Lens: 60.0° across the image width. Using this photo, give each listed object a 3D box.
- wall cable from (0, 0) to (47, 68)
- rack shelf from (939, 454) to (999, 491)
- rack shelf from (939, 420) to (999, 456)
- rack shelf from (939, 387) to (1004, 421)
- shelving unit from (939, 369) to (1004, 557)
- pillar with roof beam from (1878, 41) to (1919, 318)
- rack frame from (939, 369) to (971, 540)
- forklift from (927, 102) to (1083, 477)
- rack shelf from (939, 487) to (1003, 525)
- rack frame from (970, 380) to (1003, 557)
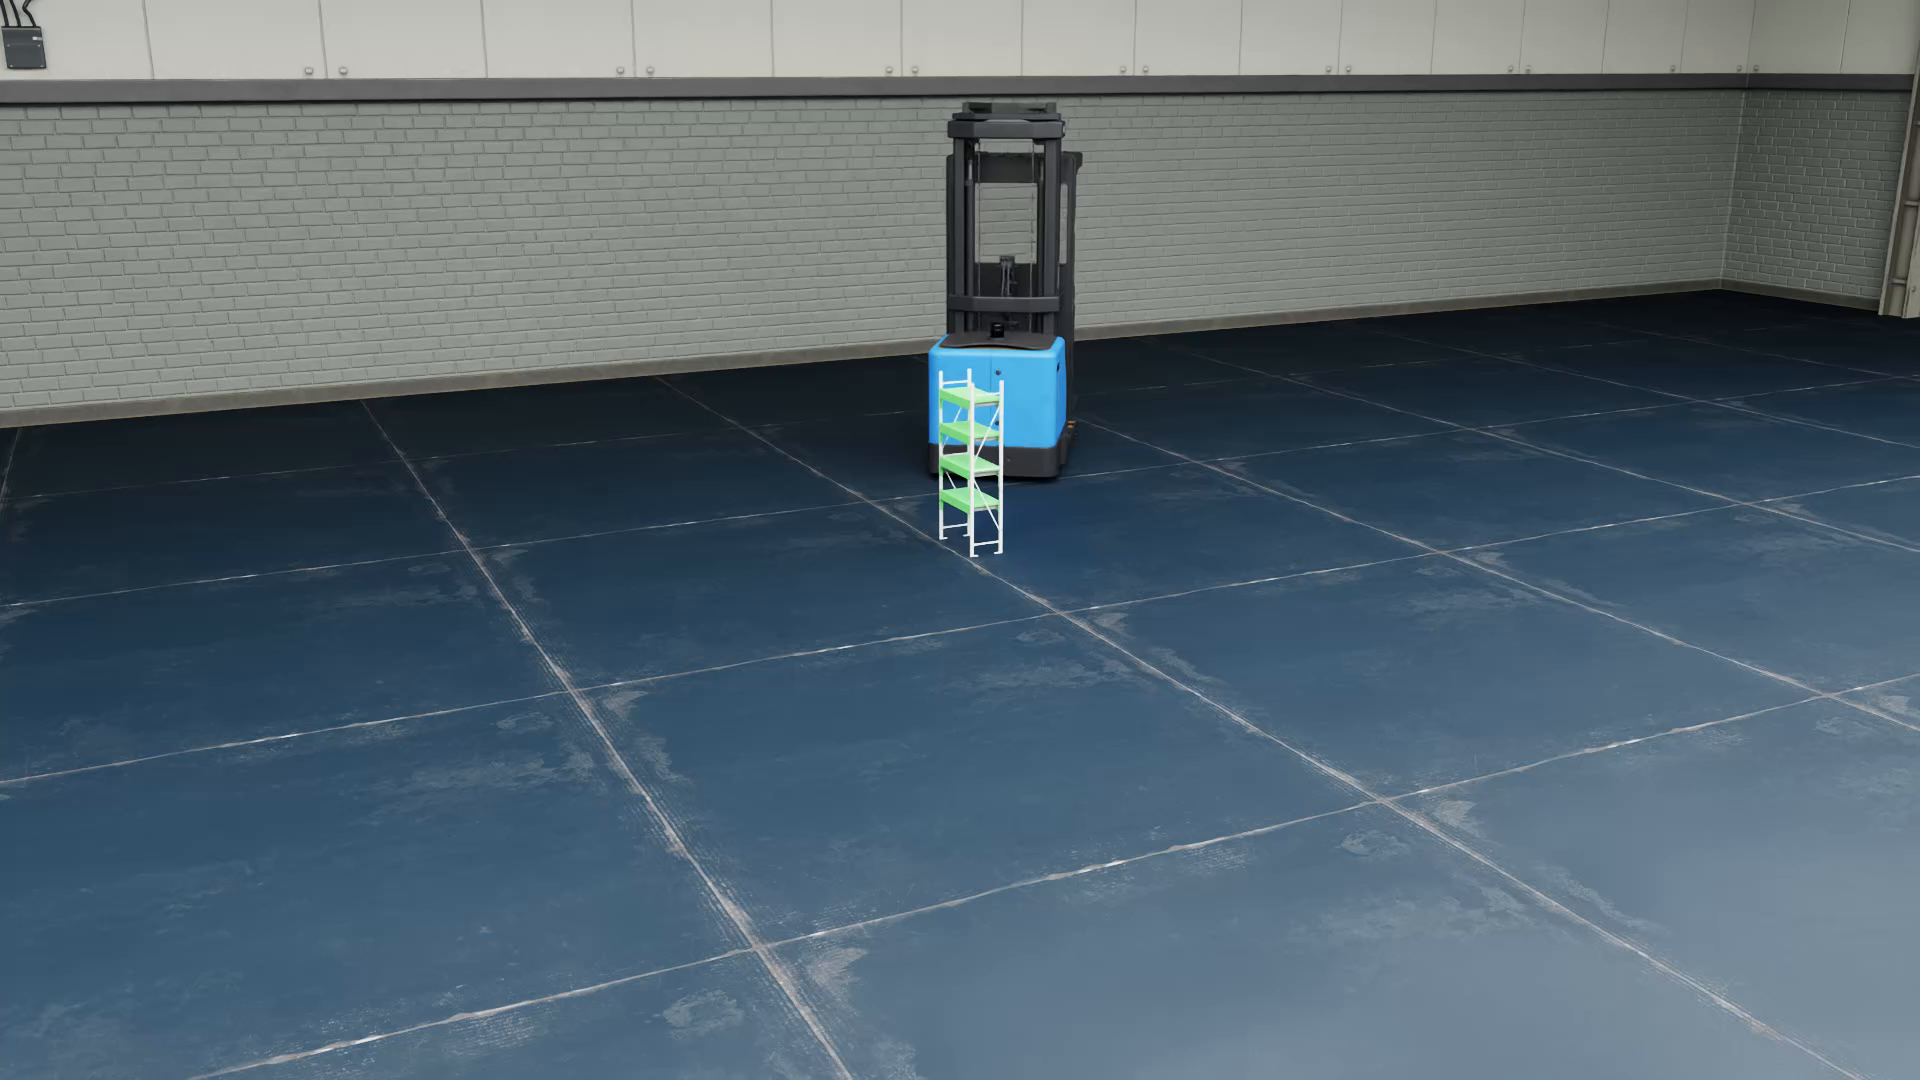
[{"bbox_3d":[-7.350,-7.182,14.298,2.305,6.003,0.169,-8,18,-25],"label":"wall cable"},{"bbox_3d":[0.073,-0.474,11.460,0.258,0.148,0.480,-8,18,-25],"label":"rack shelf"},{"bbox_3d":[0.073,-0.705,11.394,0.258,0.148,0.480,-8,18,-25],"label":"rack shelf"},{"bbox_3d":[0.073,-0.936,11.327,0.258,0.148,0.480,-8,18,-25],"label":"rack shelf"},{"bbox_3d":[0.073,-0.536,11.442,0.258,1.200,0.503,-8,18,-25],"label":"shelving unit"},{"bbox_3d":[8.657,-6.800,19.133,9.100,9.000,0.400,-8,18,-25],"label":"pillar with roof beam"},{"bbox_3d":[-0.034,-0.596,11.653,0.240,1.200,0.015,-8,18,-25],"label":"rack frame"},{"bbox_3d":[0.462,-2.268,14.339,1.130,2.935,3.031,2,16,8],"label":"forklift"},{"bbox_3d":[0.073,-0.244,11.526,0.258,0.148,0.480,-8,18,-25],"label":"rack shelf"},{"bbox_3d":[0.179,-0.475,11.231,0.240,1.200,0.015,-8,18,-25],"label":"rack frame"}]
